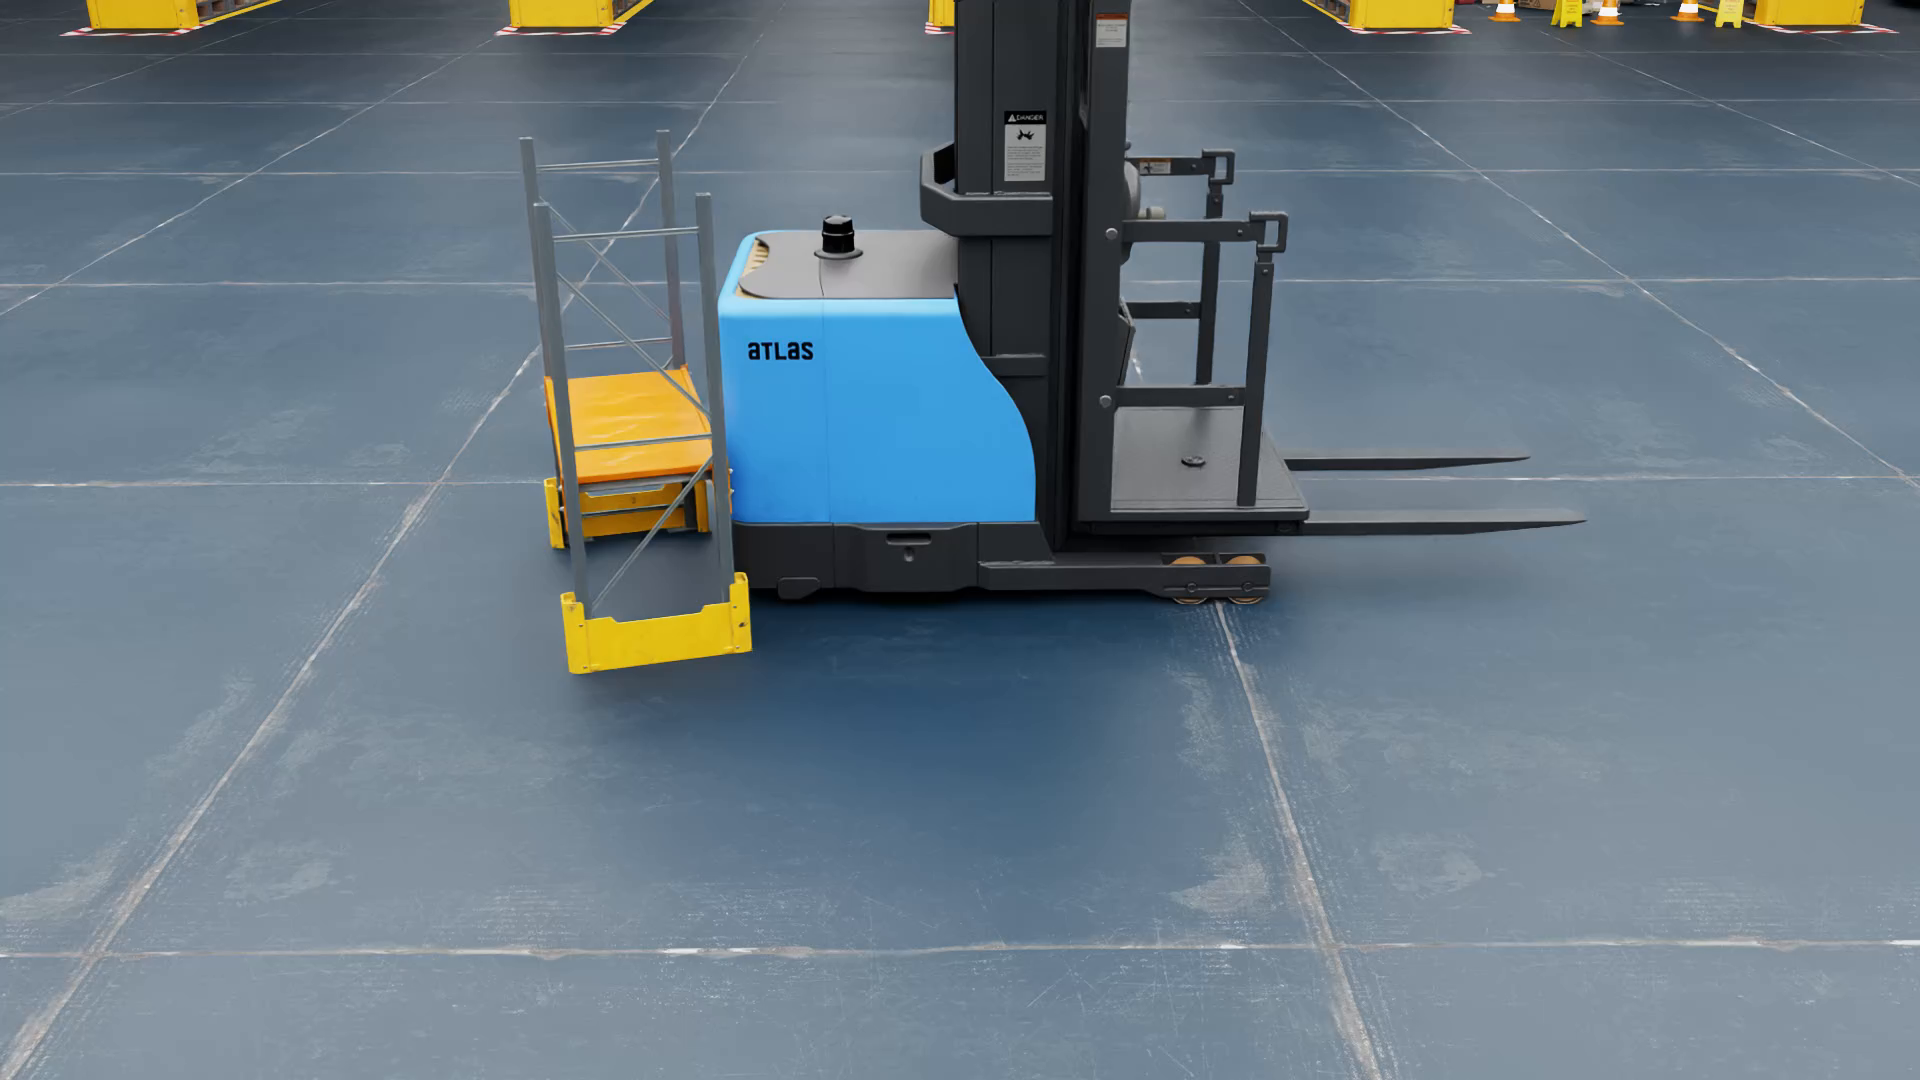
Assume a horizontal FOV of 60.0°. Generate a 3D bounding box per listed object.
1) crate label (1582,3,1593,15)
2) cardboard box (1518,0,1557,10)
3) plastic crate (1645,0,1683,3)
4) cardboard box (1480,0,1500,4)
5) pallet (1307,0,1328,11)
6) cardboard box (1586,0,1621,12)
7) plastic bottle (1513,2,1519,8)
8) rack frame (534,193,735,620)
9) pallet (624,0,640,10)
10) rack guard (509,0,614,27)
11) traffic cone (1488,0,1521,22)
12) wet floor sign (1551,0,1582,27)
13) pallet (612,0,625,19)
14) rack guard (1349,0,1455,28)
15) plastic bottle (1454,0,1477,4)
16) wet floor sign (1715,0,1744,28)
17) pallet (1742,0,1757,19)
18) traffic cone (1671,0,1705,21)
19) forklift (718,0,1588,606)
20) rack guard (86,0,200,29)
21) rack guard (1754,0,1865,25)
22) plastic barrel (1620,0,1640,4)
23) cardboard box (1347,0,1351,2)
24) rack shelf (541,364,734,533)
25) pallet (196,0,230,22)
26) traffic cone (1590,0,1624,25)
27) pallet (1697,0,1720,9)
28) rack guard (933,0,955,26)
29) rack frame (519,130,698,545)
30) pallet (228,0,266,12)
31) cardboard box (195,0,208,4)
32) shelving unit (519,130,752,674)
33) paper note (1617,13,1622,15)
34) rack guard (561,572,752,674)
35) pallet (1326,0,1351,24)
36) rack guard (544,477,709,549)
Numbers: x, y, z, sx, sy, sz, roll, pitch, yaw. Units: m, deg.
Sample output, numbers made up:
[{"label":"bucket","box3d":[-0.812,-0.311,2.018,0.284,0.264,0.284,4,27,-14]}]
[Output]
[{"label":"crate label","box3d":[7.701,-6.593,20.660,0.250,0.136,0.298,-14,28,-28]},{"label":"cardboard box","box3d":[7.622,-7.122,21.386,0.797,0.503,0.637,-19,31,-36]},{"label":"plastic crate","box3d":[9.326,-7.214,22.104,0.402,0.080,0.583,-9,26,-19]},{"label":"cardboard box","box3d":[7.041,-7.186,21.815,0.396,0.266,0.258,4,25,9]},{"label":"pallet","box3d":[5.127,-7.043,21.566,1.003,0.211,1.213,0,24,-1]},{"label":"cardboard box","box3d":[8.138,-6.779,21.057,0.380,0.149,0.250,13,27,27]},{"label":"plastic bottle","box3d":[7.065,-6.908,21.450,0.133,0.061,0.283,-9,26,-19]},{"label":"rack frame","box3d":[-0.967,-0.296,5.083,0.500,1.500,0.032,-7,25,-14]},{"label":"pallet","box3d":[-4.751,-7.077,21.641,1.003,0.211,1.213,0,24,-1]},{"label":"rack guard","box3d":[-4.737,-6.372,19.733,1.175,0.500,0.348,0,24,-1]},{"label":"traffic cone","box3d":[6.638,-6.552,20.176,0.336,0.463,0.334,0,24,-1]},{"label":"wet floor sign","box3d":[7.204,-6.407,19.634,0.267,0.644,0.232,-4,25,-10]},{"label":"pallet","box3d":[-4.741,-6.575,20.532,1.003,0.211,1.213,0,24,-1]},{"label":"rack guard","box3d":[5.224,-6.334,19.649,1.175,0.500,0.348,0,24,-1]},{"label":"plastic bottle","box3d":[6.623,-7.057,21.779,0.283,0.061,0.133,-9,26,-19]},{"label":"wet floor sign","box3d":[9.105,-6.391,19.598,0.267,0.644,0.232,8,26,18]},{"label":"pallet","box3d":[10.198,-6.643,20.681,1.003,0.211,1.213,0,24,-1]},{"label":"traffic cone","box3d":[8.878,-6.562,20.198,0.336,0.463,0.334,0,24,-1]},{"label":"forklift","box3d":[0.696,-1.329,5.631,3.031,2.935,1.130,0,24,-1]},{"label":"rack guard","box3d":[-9.642,-6.311,19.596,1.175,0.500,0.348,0,24,-1]},{"label":"rack guard","box3d":[10.172,-6.439,19.881,1.175,0.500,0.348,0,24,-1]},{"label":"plastic barrel","box3d":[8.636,-7.217,21.694,0.512,0.421,0.421,19,30,35]},{"label":"cardboard box","box3d":[5.150,-6.985,20.124,0.875,0.875,0.875,0,24,0]},{"label":"rack shelf","box3d":[-1.105,-0.333,5.603,0.538,0.185,1.000,-7,25,-14]},{"label":"pallet","box3d":[-9.693,-6.504,20.374,1.003,0.211,1.213,0,24,-1]},{"label":"traffic cone","box3d":[7.772,-6.417,19.877,0.336,0.463,0.334,0,24,-1]},{"label":"pallet","box3d":[10.188,-7.144,21.790,1.003,0.211,1.213,0,24,-1]},{"label":"rack guard","box3d":[0.262,-6.395,19.782,1.175,0.500,0.348,0,24,-1]},{"label":"rack frame","box3d":[-1.244,-0.699,5.975,0.500,1.500,0.032,-7,25,-14]},{"label":"pallet","box3d":[-9.703,-7.005,21.483,1.003,0.211,1.213,0,24,-1]},{"label":"cardboard box","box3d":[-9.426,-6.620,20.074,0.500,0.250,0.500,0,24,-1]},{"label":"shelving unit","box3d":[-1.108,-0.501,5.537,0.587,1.500,1.083,-7,25,-14]},{"label":"paper note","box3d":[8.172,-6.575,20.750,0.148,0.019,0.142,-9,26,-19]},{"label":"rack guard","box3d":[-0.972,0.266,5.358,0.587,0.250,0.087,-7,25,-14]},{"label":"pallet","box3d":[5.137,-6.542,20.458,1.003,0.211,1.213,0,24,-1]},{"label":"rack guard","box3d":[-1.244,-0.129,6.231,0.587,0.250,0.087,-7,25,-14]}]
